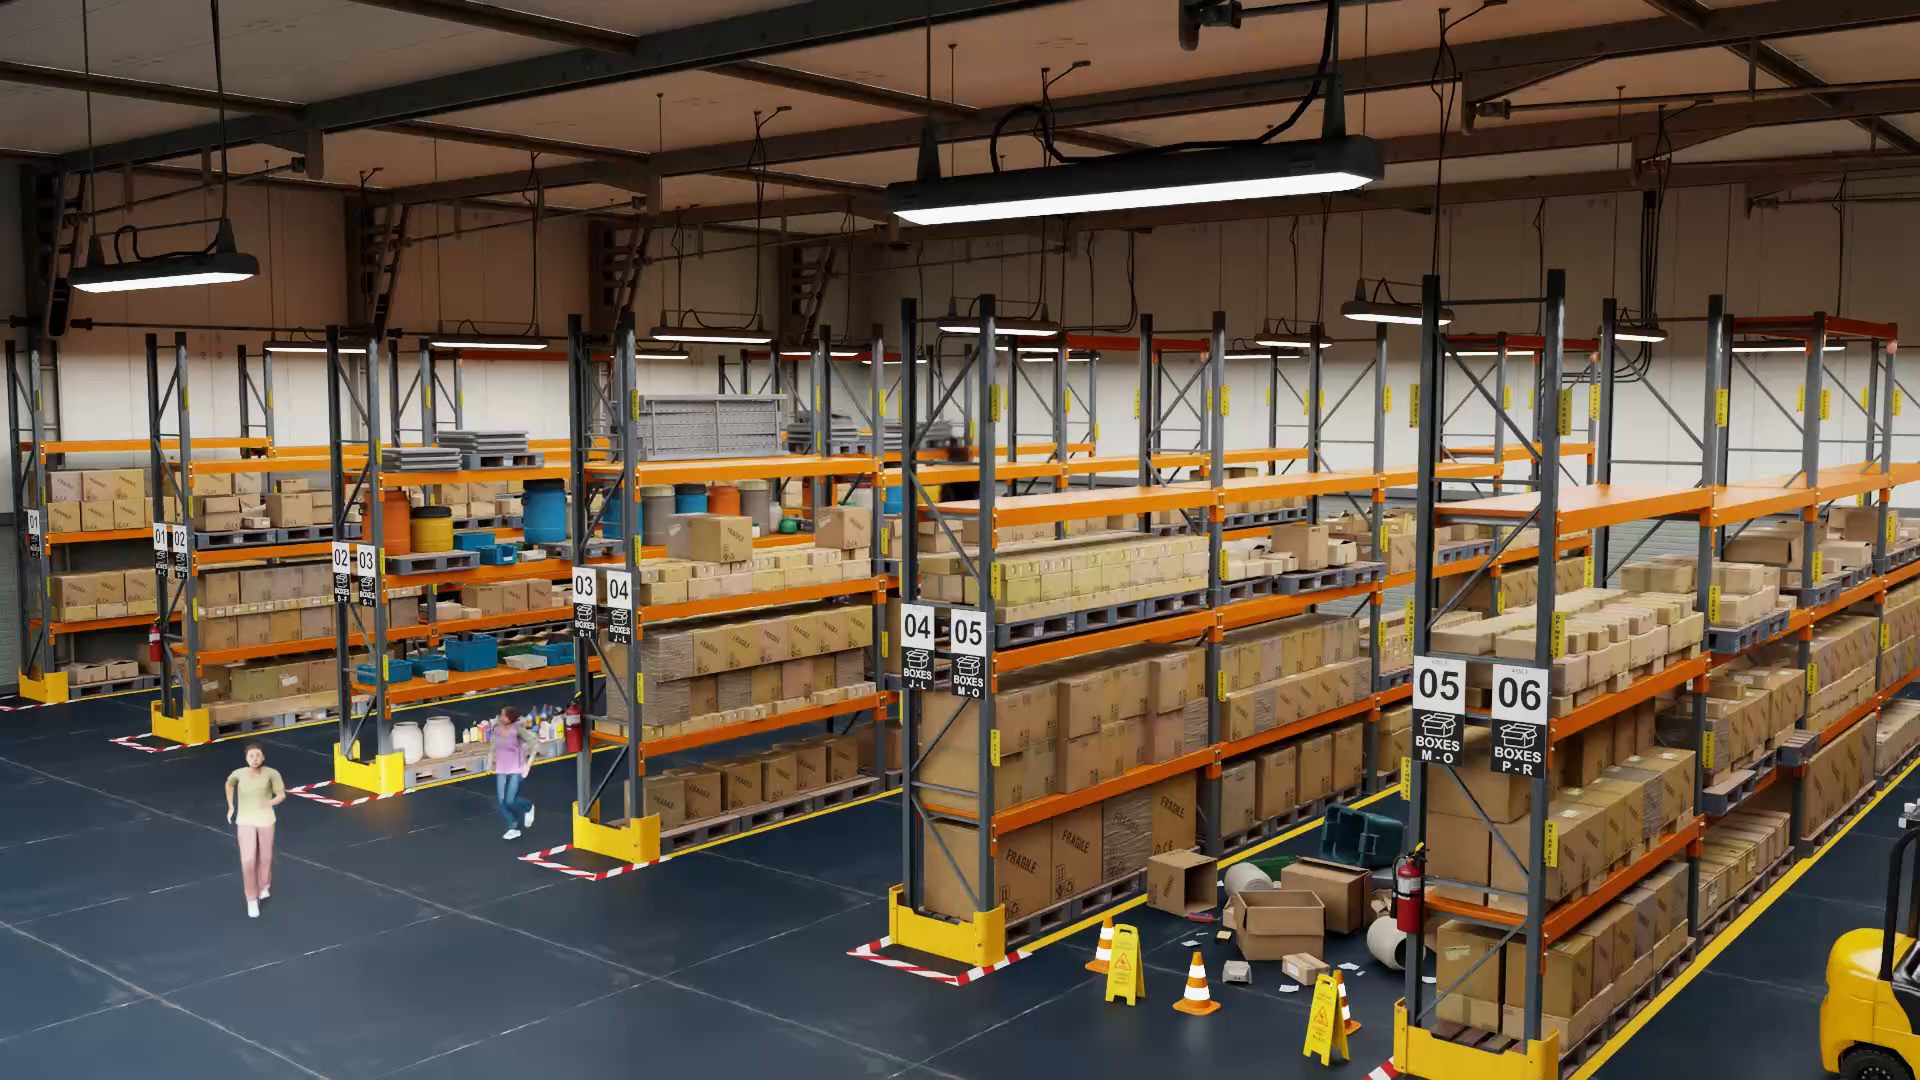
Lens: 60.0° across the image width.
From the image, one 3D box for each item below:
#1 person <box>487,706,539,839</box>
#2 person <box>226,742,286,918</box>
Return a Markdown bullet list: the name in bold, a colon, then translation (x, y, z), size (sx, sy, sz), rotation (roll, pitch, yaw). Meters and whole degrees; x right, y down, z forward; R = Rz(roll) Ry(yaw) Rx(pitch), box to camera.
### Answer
- **person**: translation (-5.162, 2.669, 19.130), size (0.589, 1.546, 0.574), rotation (2, 5, 19)
- **person**: translation (-6.979, 2.852, 16.513), size (0.541, 1.711, 0.801), rotation (-2, 6, -24)
